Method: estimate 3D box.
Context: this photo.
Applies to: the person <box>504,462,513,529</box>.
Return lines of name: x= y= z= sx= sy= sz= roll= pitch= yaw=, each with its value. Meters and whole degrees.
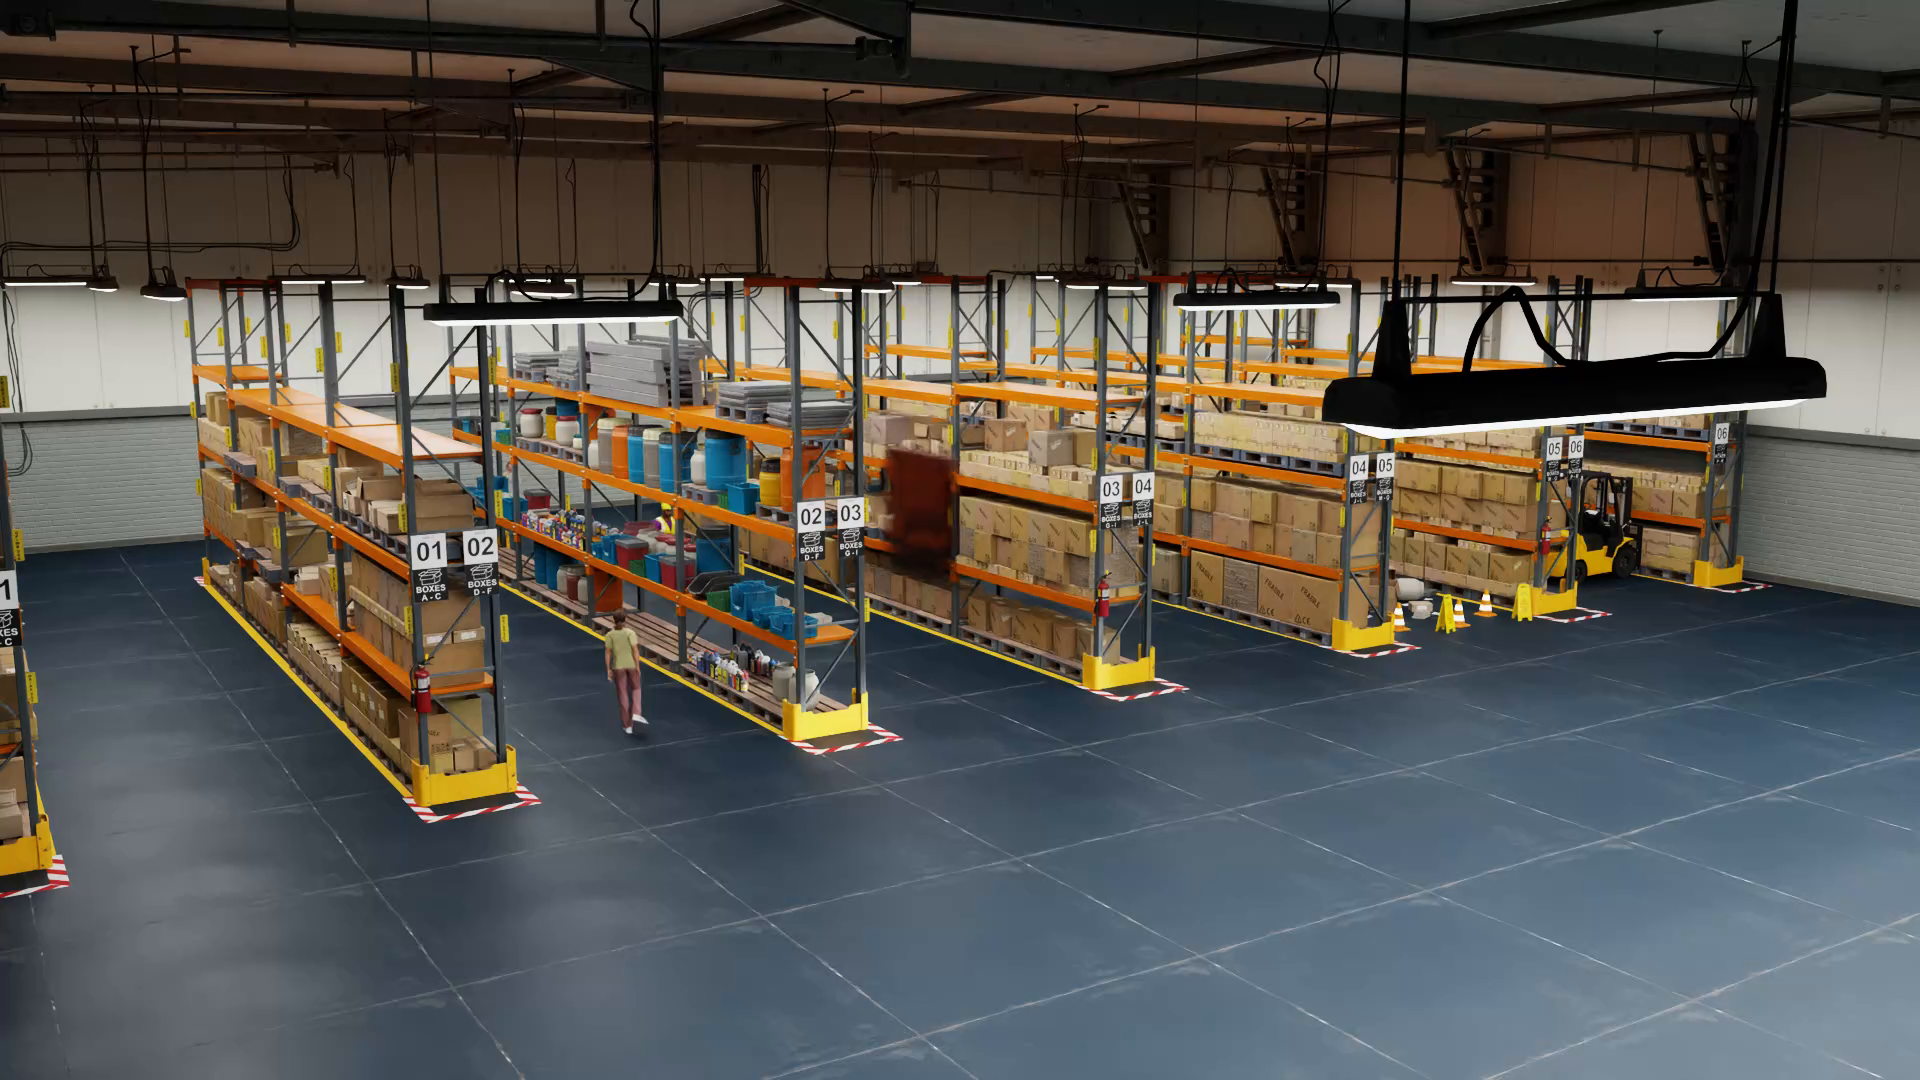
person: x=-10.723 y=-1.045 z=39.488 sx=0.436 sy=1.627 sz=0.426 roll=4 pitch=10 yaw=24

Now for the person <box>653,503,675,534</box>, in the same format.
person: x=-5.655 y=0.135 z=32.027 sx=0.597 sy=1.713 sz=1.093 roll=-7 pitch=12 yaw=-36

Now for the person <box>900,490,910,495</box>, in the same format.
person: x=-1.089 y=-0.178 z=33.834 sx=0.620 sy=1.708 sz=1.085 roll=-5 pitch=11 yaw=-30

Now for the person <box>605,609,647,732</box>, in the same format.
person: x=-4.520 y=1.770 z=22.466 sx=0.517 sy=1.660 sz=0.474 roll=-3 pitch=10 yaw=-17
